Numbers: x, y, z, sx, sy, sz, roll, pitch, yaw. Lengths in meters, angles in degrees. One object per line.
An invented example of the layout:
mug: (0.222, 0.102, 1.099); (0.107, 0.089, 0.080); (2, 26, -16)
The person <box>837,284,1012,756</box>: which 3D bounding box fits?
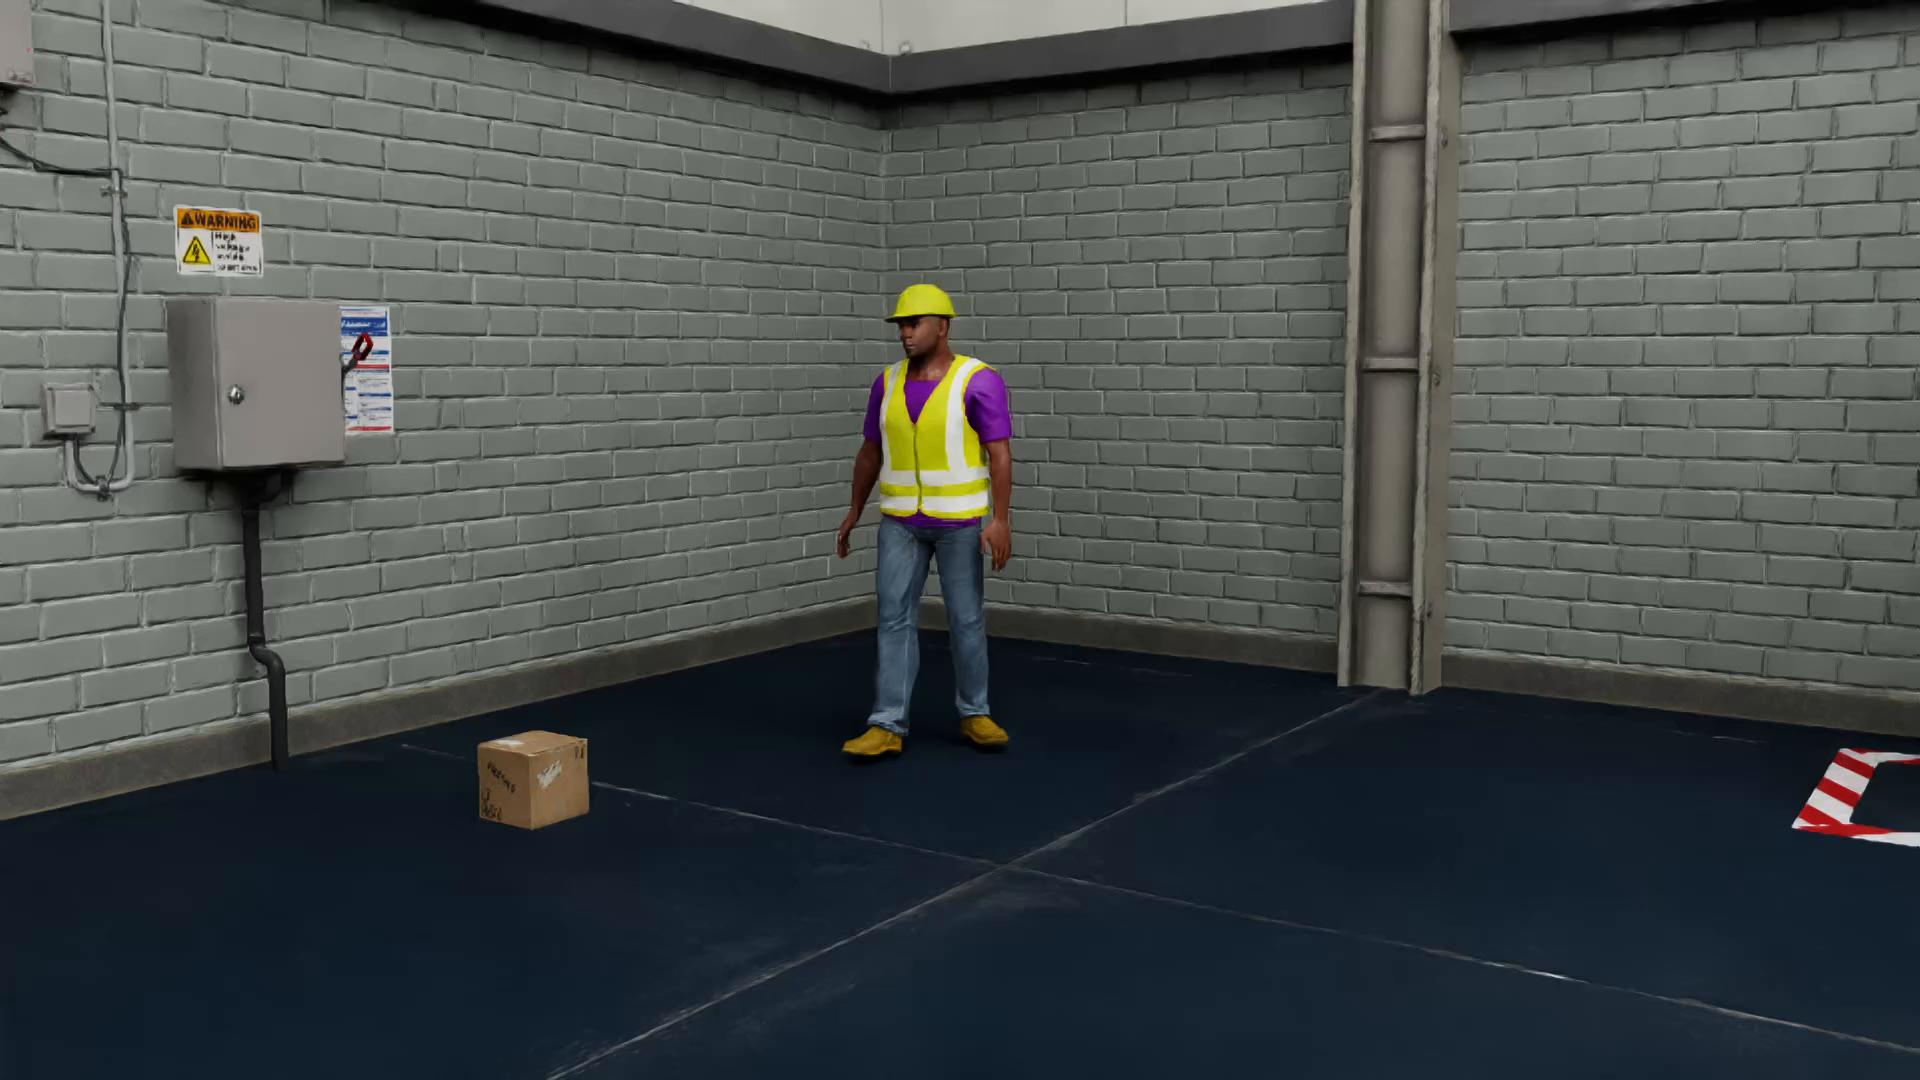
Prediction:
person: (-0.156, -0.072, 6.249); (0.708, 1.766, 0.628); (2, 7, 20)
